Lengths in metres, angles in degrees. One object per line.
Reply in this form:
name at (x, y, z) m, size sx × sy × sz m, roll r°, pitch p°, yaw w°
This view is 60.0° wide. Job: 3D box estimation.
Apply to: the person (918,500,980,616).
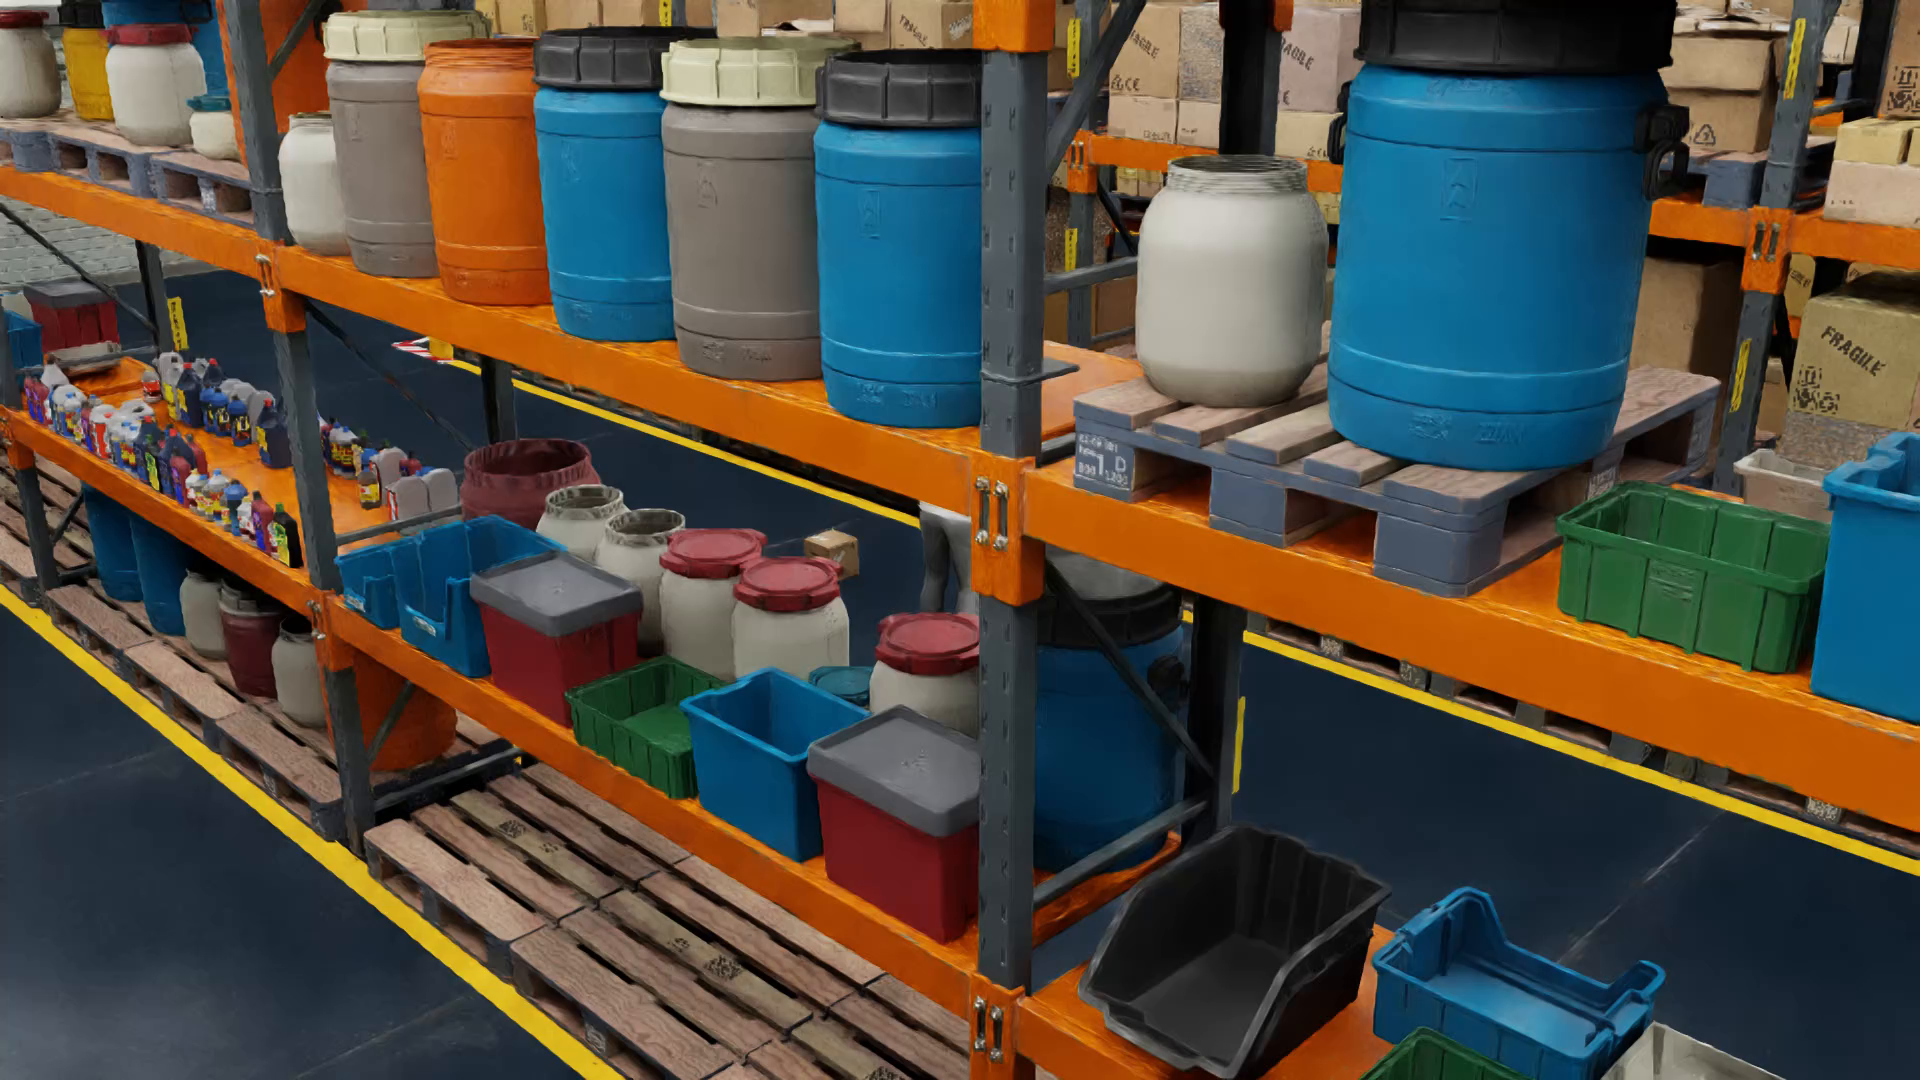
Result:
person at (-0.022, -0.112, 9.289) m, size 0.501 × 1.688 × 0.360 m, roll 13°, pitch 24°, yaw 30°
